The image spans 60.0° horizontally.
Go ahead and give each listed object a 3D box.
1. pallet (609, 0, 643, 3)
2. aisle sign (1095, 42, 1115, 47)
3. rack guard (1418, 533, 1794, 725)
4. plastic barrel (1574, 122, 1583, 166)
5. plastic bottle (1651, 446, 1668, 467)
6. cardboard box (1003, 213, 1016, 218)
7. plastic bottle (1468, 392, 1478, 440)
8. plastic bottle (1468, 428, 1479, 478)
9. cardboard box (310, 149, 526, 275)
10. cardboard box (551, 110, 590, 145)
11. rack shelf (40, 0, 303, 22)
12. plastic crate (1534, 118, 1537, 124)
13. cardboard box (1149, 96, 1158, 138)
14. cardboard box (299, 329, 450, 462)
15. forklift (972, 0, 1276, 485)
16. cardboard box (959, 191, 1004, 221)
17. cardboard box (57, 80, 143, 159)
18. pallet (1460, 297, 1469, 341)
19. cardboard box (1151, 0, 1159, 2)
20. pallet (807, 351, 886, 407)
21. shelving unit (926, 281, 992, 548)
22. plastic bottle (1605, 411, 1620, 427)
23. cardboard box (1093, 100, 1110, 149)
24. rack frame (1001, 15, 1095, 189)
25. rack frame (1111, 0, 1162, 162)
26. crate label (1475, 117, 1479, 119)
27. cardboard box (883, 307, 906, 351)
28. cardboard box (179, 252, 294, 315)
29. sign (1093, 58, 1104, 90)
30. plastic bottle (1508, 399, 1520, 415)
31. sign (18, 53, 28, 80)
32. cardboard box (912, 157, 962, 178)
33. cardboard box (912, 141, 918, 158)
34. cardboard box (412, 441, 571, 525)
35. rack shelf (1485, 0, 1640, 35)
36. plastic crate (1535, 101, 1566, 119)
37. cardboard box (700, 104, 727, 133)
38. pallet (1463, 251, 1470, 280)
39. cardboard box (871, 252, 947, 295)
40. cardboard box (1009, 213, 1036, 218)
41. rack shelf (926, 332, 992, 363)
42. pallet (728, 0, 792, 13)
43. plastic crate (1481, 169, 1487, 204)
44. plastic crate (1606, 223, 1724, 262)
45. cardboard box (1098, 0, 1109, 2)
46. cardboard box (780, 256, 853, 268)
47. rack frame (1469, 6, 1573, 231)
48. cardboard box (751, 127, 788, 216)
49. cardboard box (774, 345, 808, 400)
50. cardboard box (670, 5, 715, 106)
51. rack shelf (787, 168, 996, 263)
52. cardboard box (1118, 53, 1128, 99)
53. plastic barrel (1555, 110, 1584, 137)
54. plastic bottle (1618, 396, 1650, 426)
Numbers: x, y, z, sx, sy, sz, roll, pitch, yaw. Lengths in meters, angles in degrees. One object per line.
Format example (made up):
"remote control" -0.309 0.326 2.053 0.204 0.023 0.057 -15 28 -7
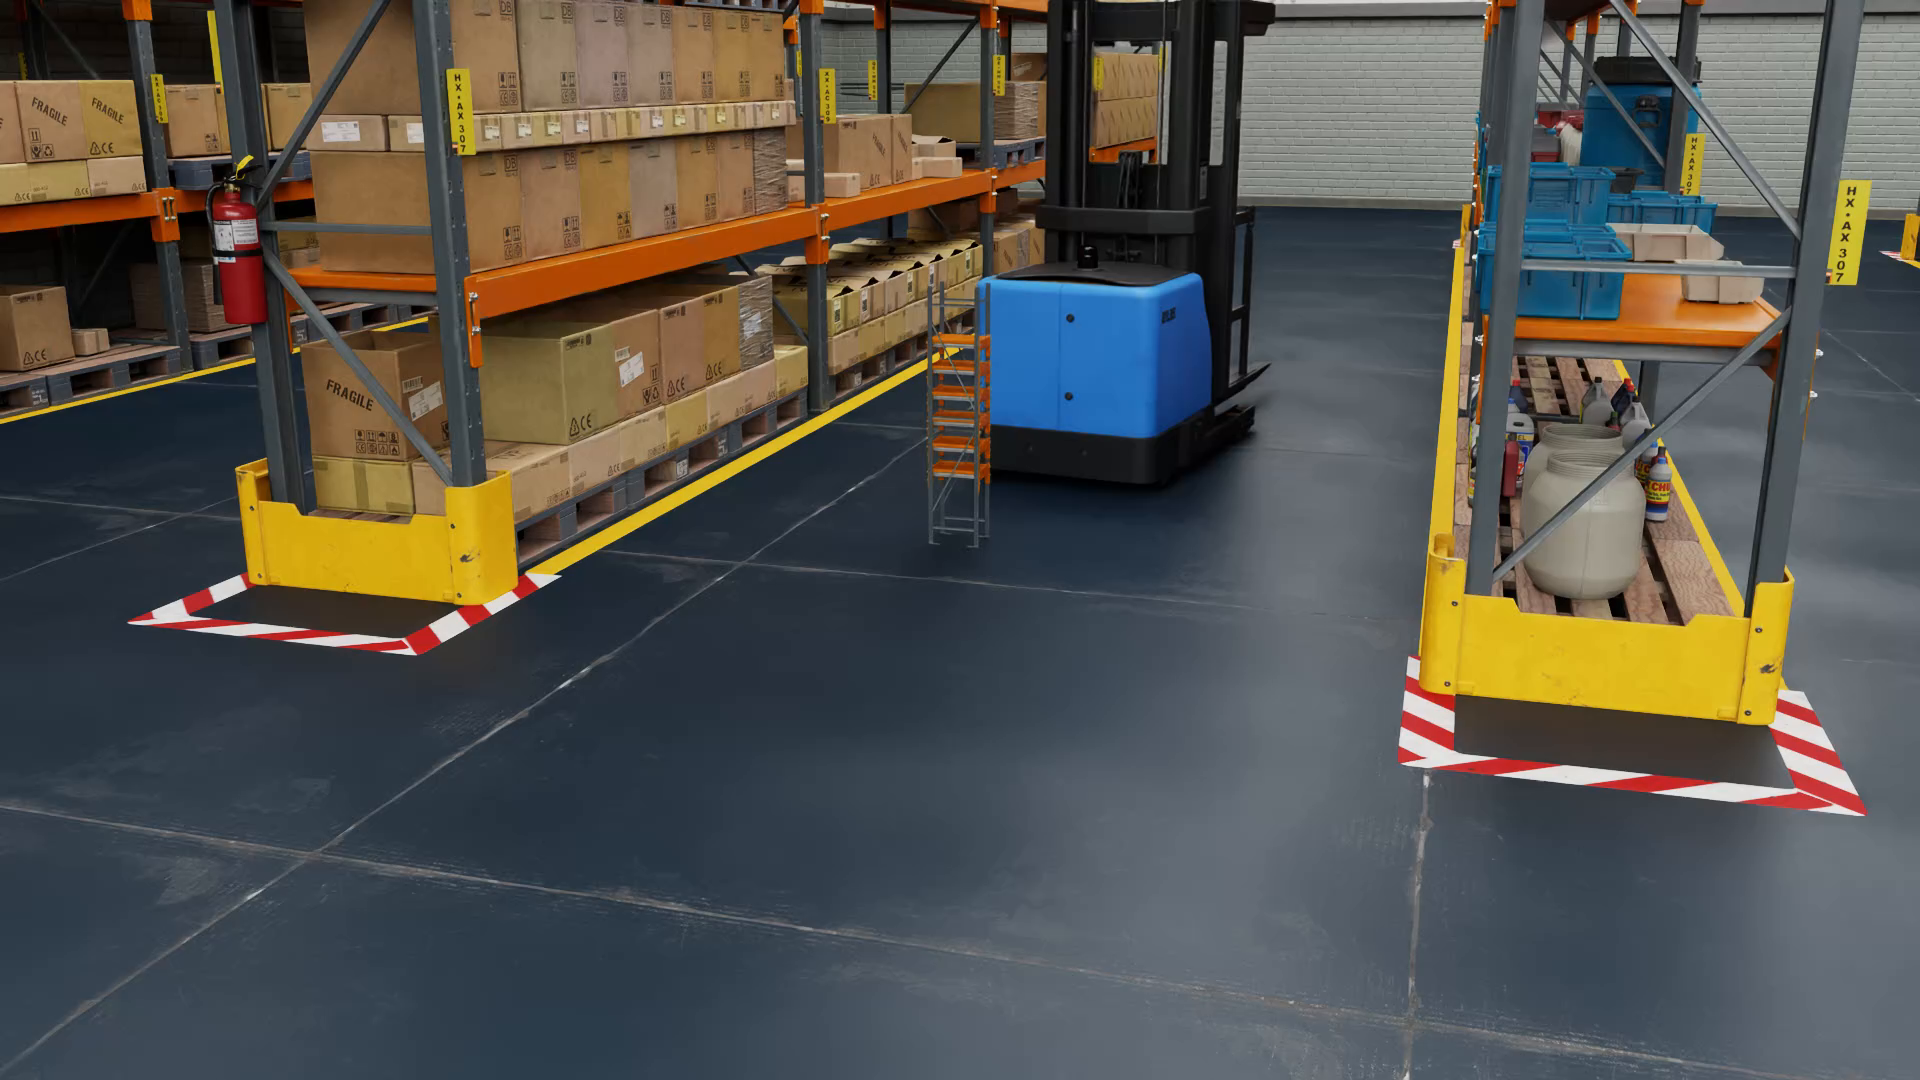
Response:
"pallet" -4.035 -5.894 17.966 0.805 0.209 1.217 4 16 14
"aisle sign" 1.803 -6.741 21.336 0.394 0.787 0.004 5 16 16
"rack guard" 2.243 0.300 5.855 1.175 0.500 0.348 5 16 16
"plastic barrel" 3.885 -2.224 9.925 0.433 0.535 0.433 0 16 0
"plastic bottle" 3.162 -0.292 7.533 0.061 0.283 0.133 5 17 17
"cardboard box" 0.267 -3.034 16.805 0.500 0.500 0.500 5 17 17
"plastic bottle" 2.776 -0.684 8.791 0.144 0.351 0.185 5 17 17
"plastic bottle" 2.505 -0.395 7.910 0.152 0.276 0.135 4 16 14
"cardboard box" -2.337 -1.433 7.203 0.700 0.500 0.500 5 16 16
"cardboard box" -1.945 -1.911 7.696 0.380 0.149 0.250 4 16 15
"rack shelf" -5.527 -4.314 13.363 1.077 0.370 4.000 5 16 16
"plastic crate" 6.287 -4.376 17.866 0.437 0.282 0.530 5 16 16
"cardboard box" 2.199 -5.360 21.046 0.500 0.500 0.500 5 17 18
"cardboard box" -2.614 -0.667 7.581 0.500 0.500 0.500 5 16 16
"forklift" 1.146 -2.054 9.698 1.130 2.935 3.031 7 17 24
"cardboard box" 0.131 -3.273 16.272 0.500 0.250 0.500 4 16 15
"cardboard box" -5.933 -2.844 11.224 0.500 0.500 0.500 5 16 16
"pallet" 4.724 -1.840 13.930 1.003 0.211 1.213 5 16 16
"cardboard box" 2.172 -6.666 20.612 0.500 0.250 0.500 5 16 16
"pallet" -1.173 -1.165 11.549 1.003 0.211 1.213 5 16 16
"shelving unit" -0.004 -0.573 7.652 0.258 1.200 0.189 5 16 16
"plastic bottle" 3.245 -0.506 8.288 0.061 0.283 0.133 5 16 16
"cardboard box" 1.335 -4.564 18.240 0.500 0.500 0.500 5 17 17
"rack frame" 0.929 -4.404 17.858 1.000 3.000 0.127 5 16 16
"rack frame" 2.065 -5.450 21.547 1.000 3.000 0.127 5 16 16
"crate label" 6.428 -4.974 20.066 0.416 0.233 0.303 5 16 16
"cardboard box" -0.702 -1.545 12.051 0.500 0.250 0.500 4 16 14
"cardboard box" -5.803 -2.036 13.284 0.700 0.500 0.500 4 16 15
"sign" 1.462 -4.919 17.551 0.100 0.325 0.005 5 16 16
"plastic bottle" 2.851 -0.598 8.635 0.097 0.271 0.097 0 16 0
"sign" -6.628 -3.293 11.820 0.100 0.325 0.005 5 16 16
"cardboard box" -0.199 -2.980 13.297 0.380 0.149 0.250 5 16 16
"cardboard box" -0.648 -3.095 13.408 0.500 0.311 0.500 4 16 15
"cardboard box" -2.116 -0.266 7.541 0.500 0.250 0.500 5 16 16
"rack shelf" 5.108 -4.592 14.344 1.077 0.370 4.000 5 16 16
"plastic crate" 6.897 -5.009 19.817 0.616 0.435 0.499 5 16 16
"cardboard box" -1.508 -2.317 9.129 0.380 0.149 0.250 5 16 16
"pallet" 5.849 -2.872 17.569 1.003 0.211 1.213 5 16 16
"cardboard box" -0.408 -2.082 12.913 0.500 0.311 0.500 5 16 16
"cardboard box" 0.772 -3.002 16.689 0.500 0.500 0.500 5 17 17
"rack shelf" -0.004 -0.877 7.566 0.258 0.103 0.180 5 16 16
"pallet" -2.886 -7.039 21.814 1.003 0.211 1.213 5 16 16
"plastic crate" 3.628 -2.301 10.833 0.450 0.188 0.662 5 16 16
"plastic crate" 3.185 -1.354 7.590 0.530 0.136 0.437 5 16 16
"cardboard box" 1.304 -5.883 17.850 0.500 0.250 0.500 5 16 16
"cardboard box" -1.072 -1.986 12.576 0.500 0.311 0.500 4 16 15
"rack frame" 6.813 -5.065 20.190 1.000 3.000 0.127 5 16 16
"cardboard box" -1.465 -2.242 10.054 0.700 0.500 0.500 4 16 14
"cardboard box" -1.267 -1.052 10.309 0.500 0.250 0.500 5 16 16
"cardboard box" -1.750 -2.603 8.949 0.700 0.500 0.500 5 16 16
"rack shelf" -0.776 -2.488 12.422 1.077 0.370 4.000 5 16 16
"cardboard box" 1.625 -5.304 19.015 0.500 0.500 0.500 4 16 14
"plastic barrel" 4.699 -2.893 12.281 0.600 0.536 0.708 5 16 16
"plastic bottle" 3.350 -0.537 8.275 0.144 0.351 0.185 5 16 16
